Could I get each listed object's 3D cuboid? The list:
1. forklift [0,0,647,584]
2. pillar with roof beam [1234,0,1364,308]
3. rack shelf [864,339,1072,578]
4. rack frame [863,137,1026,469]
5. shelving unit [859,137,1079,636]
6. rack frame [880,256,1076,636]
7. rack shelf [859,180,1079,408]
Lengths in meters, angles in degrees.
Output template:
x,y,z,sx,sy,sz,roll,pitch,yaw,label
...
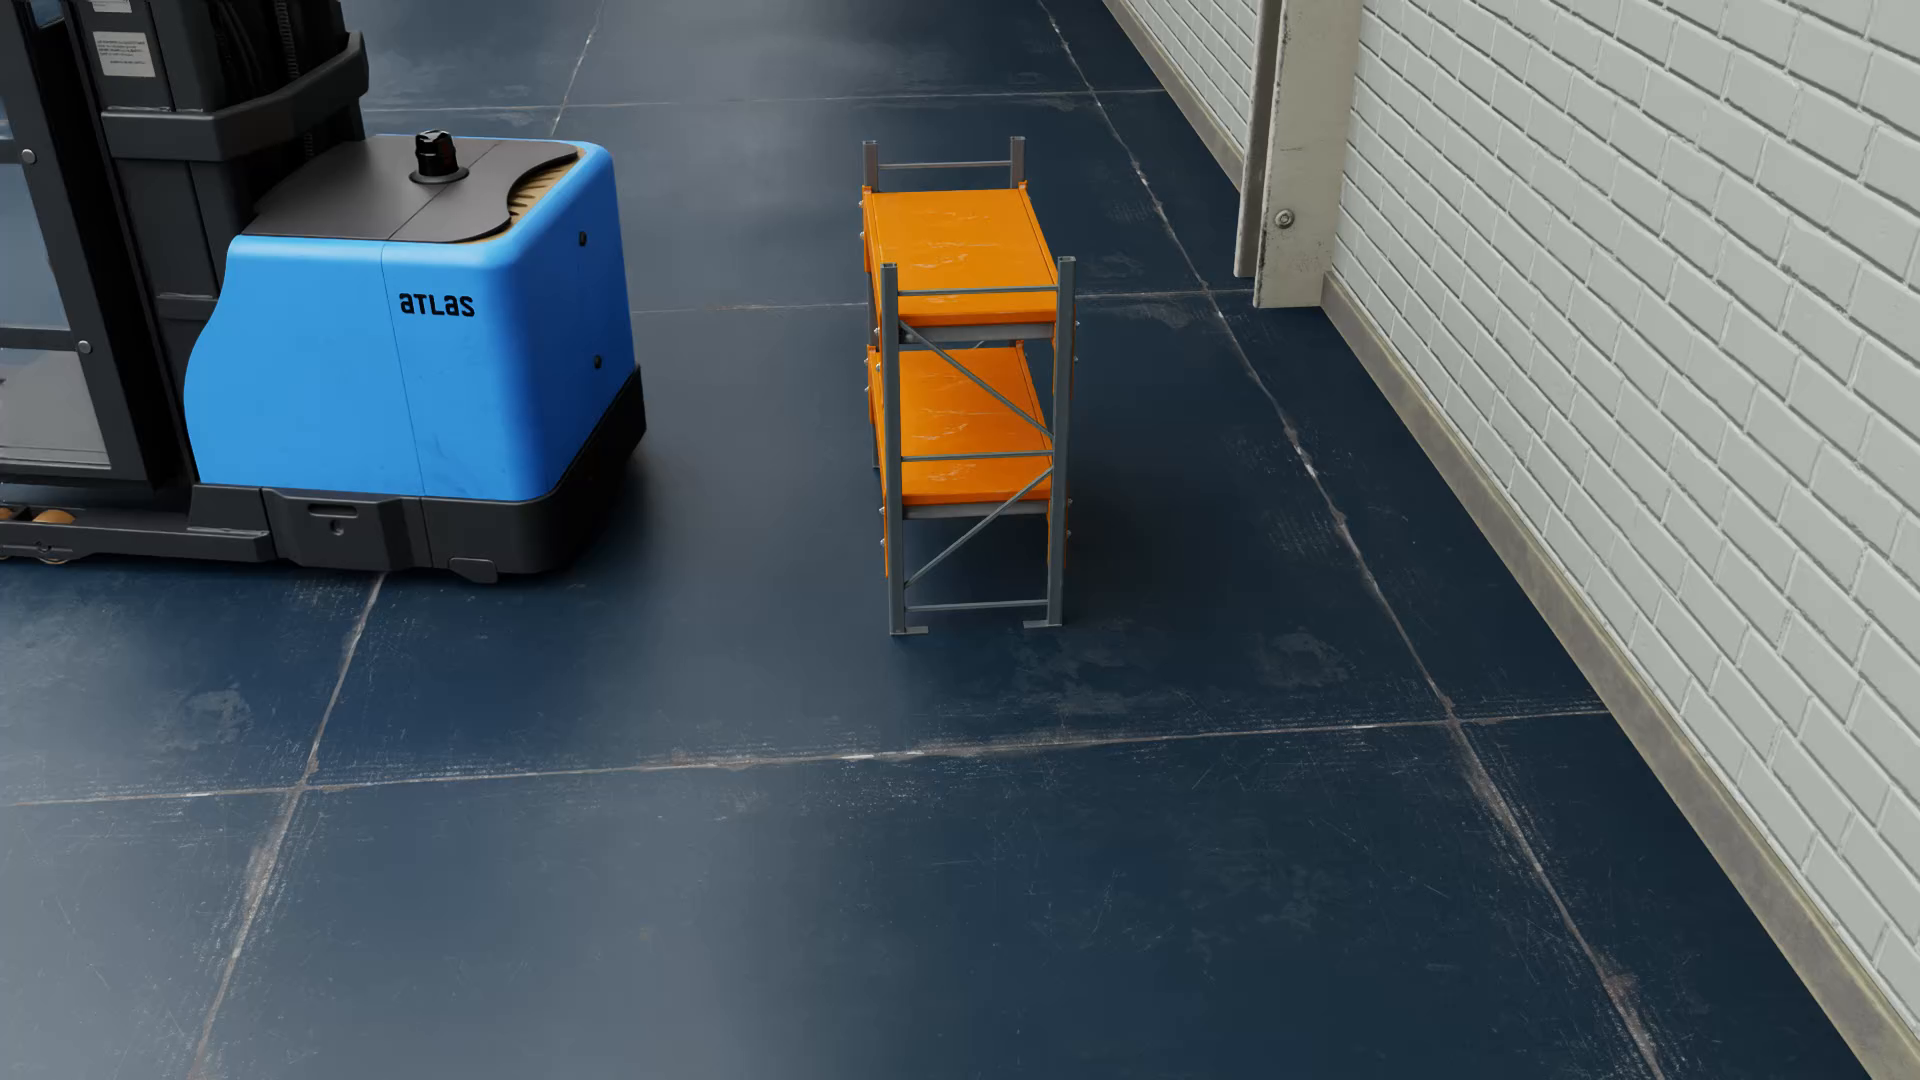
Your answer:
x,y,z,sx,sy,sz,roll,pitch,yaw,label
-2.638,-1.448,4.815,3.031,2.935,1.130,3,31,6,forklift
-2.933,-4.720,4.377,9.100,9.000,0.400,-3,31,-5,pillar with roof beam
-0.001,-0.276,5.093,0.538,0.278,1.000,-3,31,-5,rack shelf
-0.048,-0.746,5.402,0.500,1.125,0.032,-3,31,-5,rack frame
-0.001,-0.486,4.967,0.538,1.125,1.048,-3,31,-5,shelving unit
0.047,-0.227,4.533,0.500,1.125,0.032,-3,31,-5,rack frame
-0.001,-0.738,4.817,0.538,0.278,1.000,-3,31,-5,rack shelf
